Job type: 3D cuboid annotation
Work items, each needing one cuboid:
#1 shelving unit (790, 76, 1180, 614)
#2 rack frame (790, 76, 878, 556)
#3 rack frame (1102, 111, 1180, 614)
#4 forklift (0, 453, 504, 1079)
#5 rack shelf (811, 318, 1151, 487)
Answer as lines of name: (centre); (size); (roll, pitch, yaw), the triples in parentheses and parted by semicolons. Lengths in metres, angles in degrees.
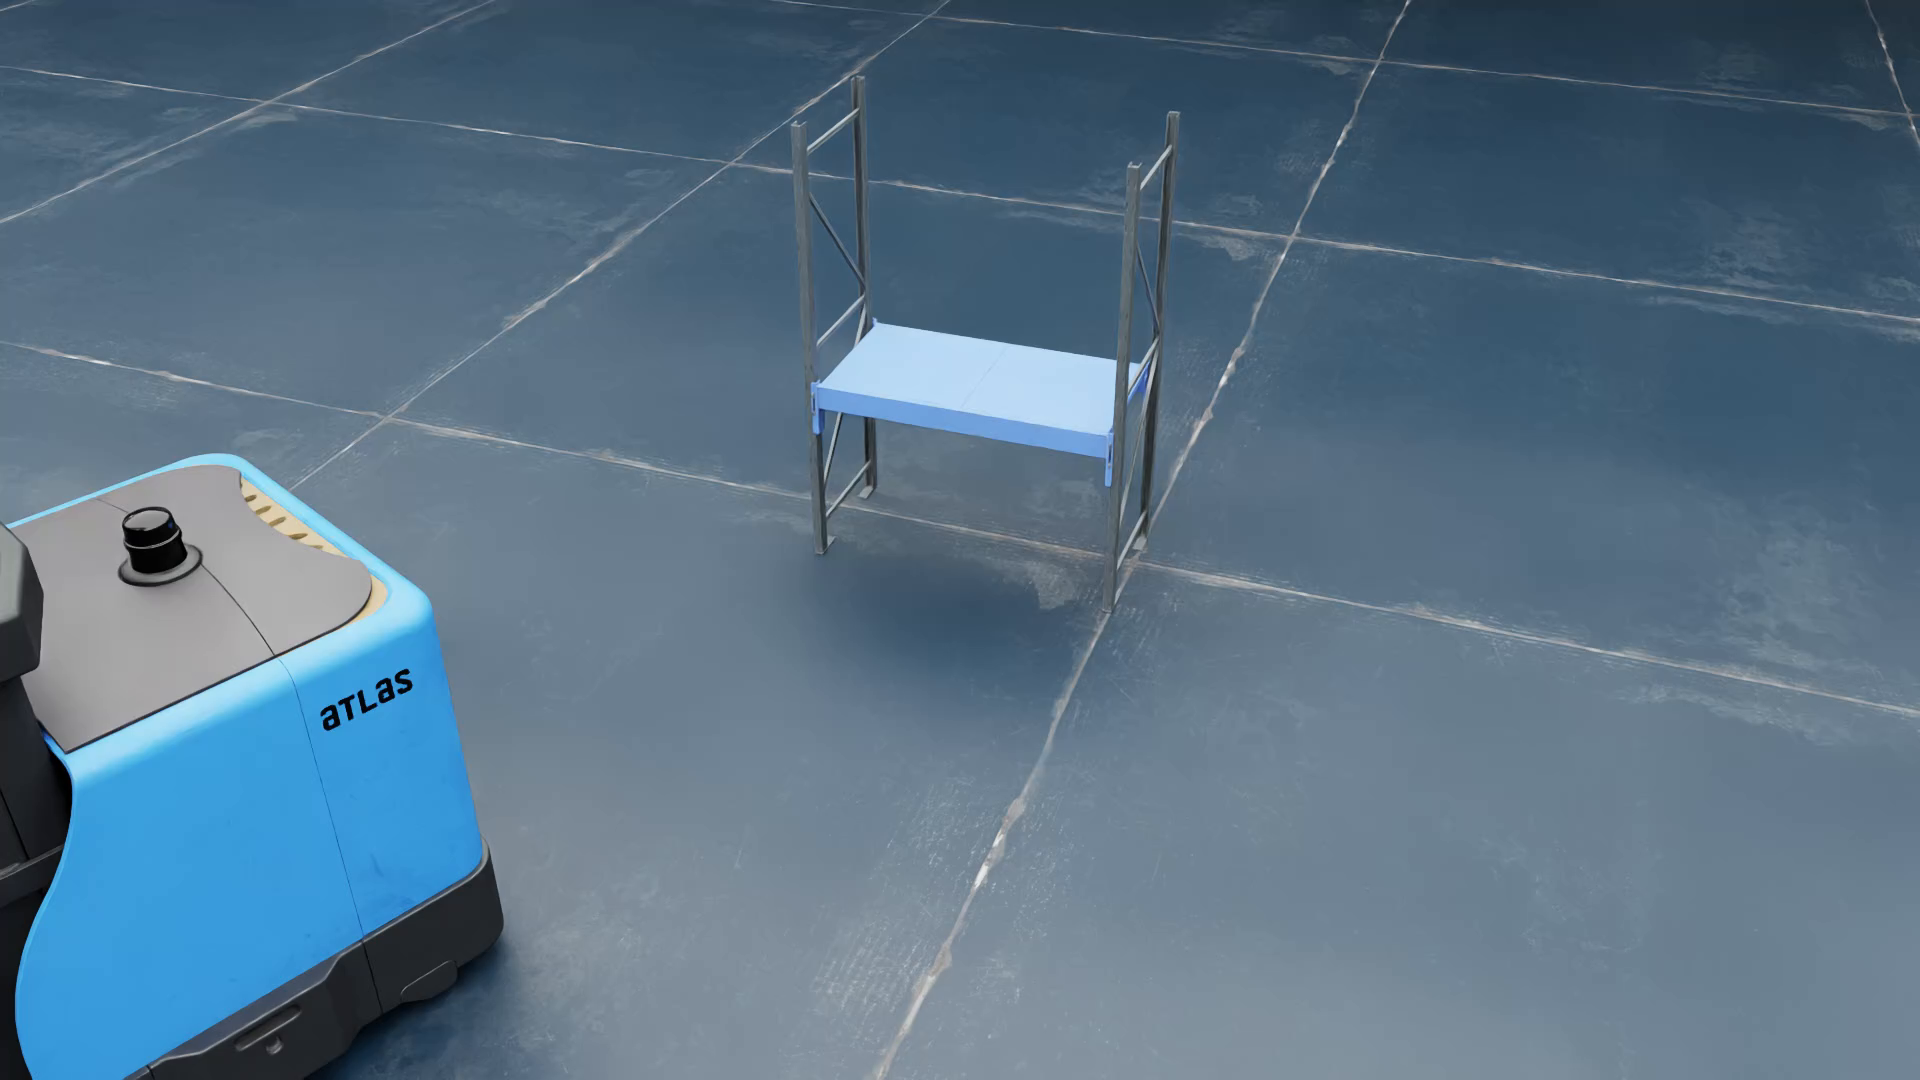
shelving unit: (0.080, -0.614, 5.319); (1.048, 1.500, 0.538); (11, 34, 16)
rack frame: (-0.398, -0.708, 5.463); (0.032, 1.500, 0.500); (11, 34, 16)
rack frame: (0.559, -0.521, 5.175); (0.032, 1.500, 0.500); (11, 34, 16)
forklift: (-2.516, 0.188, 2.757); (1.130, 2.935, 3.031); (28, 42, 36)
rack shelf: (0.080, -0.463, 5.417); (1.000, 0.185, 0.538); (11, 34, 16)
